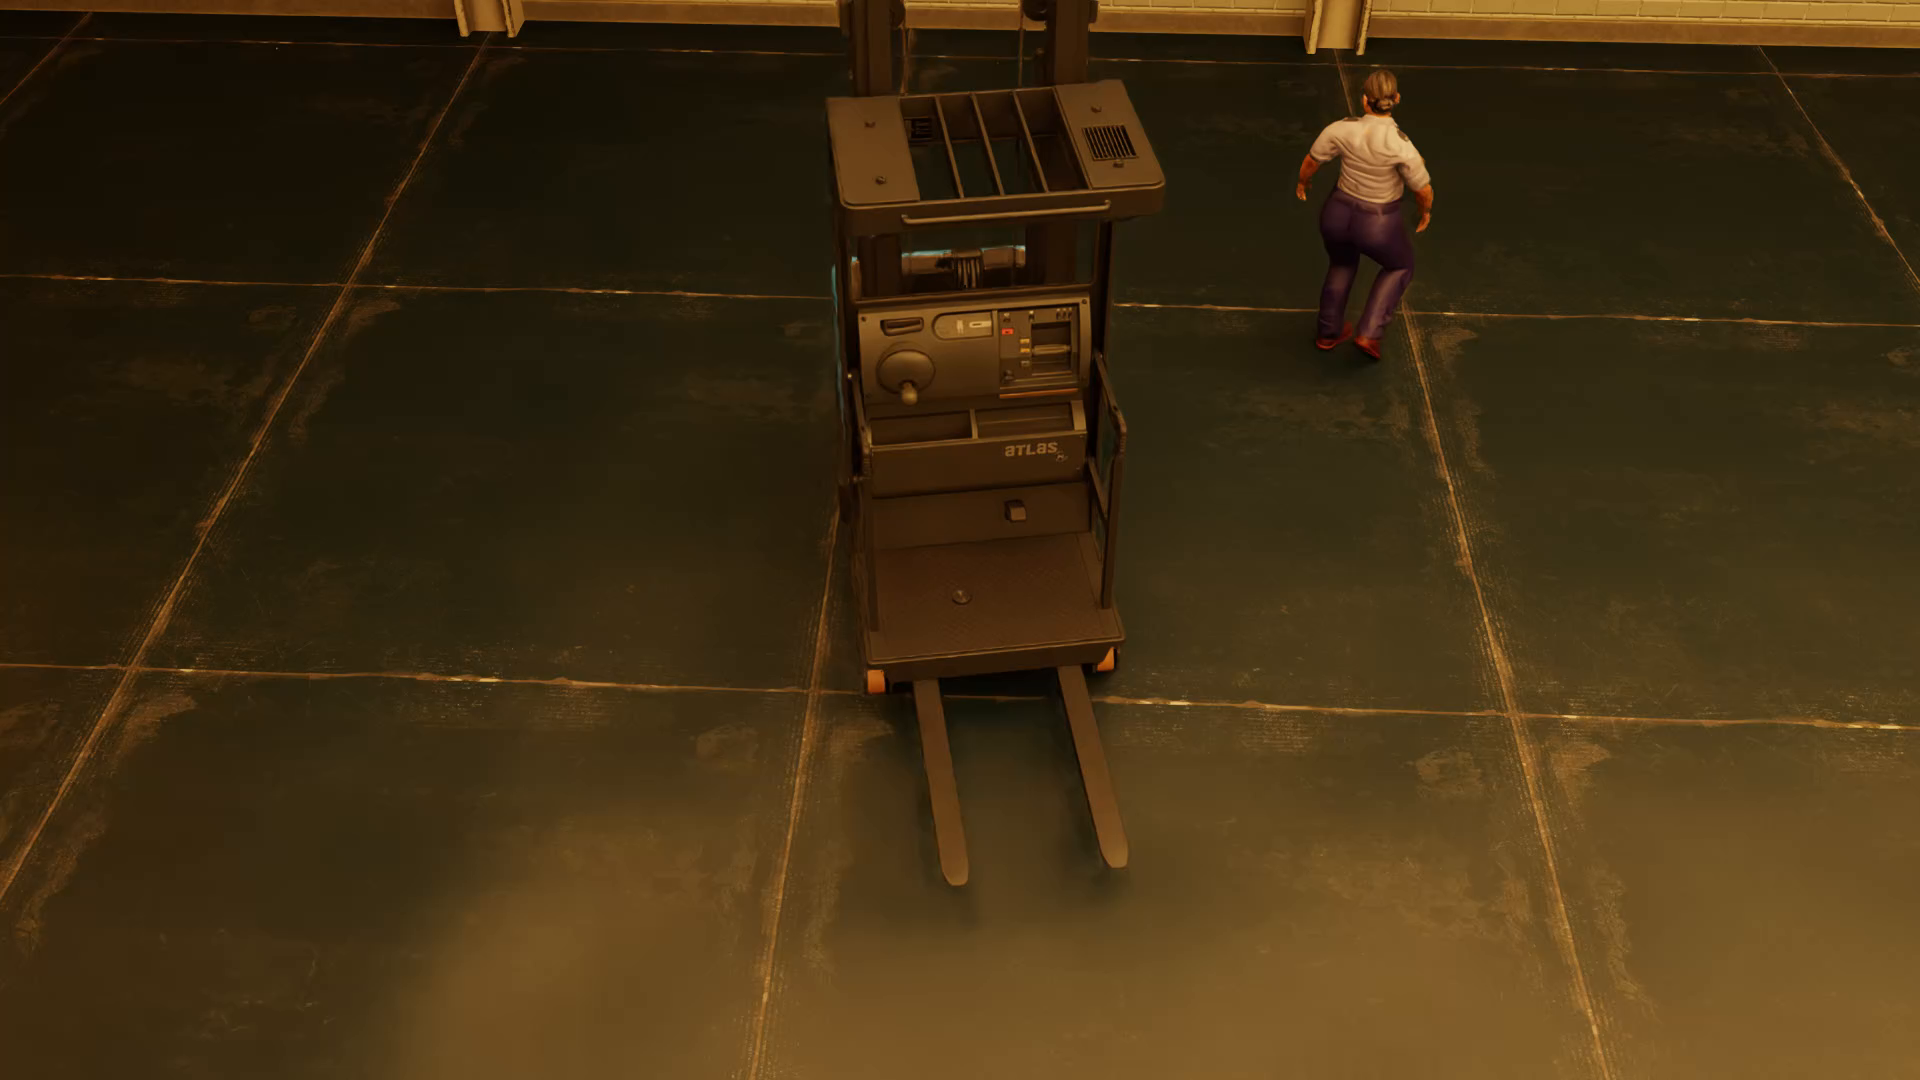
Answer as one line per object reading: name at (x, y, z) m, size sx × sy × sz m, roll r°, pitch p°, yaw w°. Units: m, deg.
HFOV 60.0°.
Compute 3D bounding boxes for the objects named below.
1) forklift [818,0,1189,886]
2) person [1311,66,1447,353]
forklift at (0.146, -0.680, 6.487) m, size 1.130 × 2.935 × 3.031 m, roll -9°, pitch 43°, yaw -9°
person at (2.104, -1.685, 8.590) m, size 0.796 × 1.661 × 0.465 m, roll 30°, pitch 50°, yaw 29°
